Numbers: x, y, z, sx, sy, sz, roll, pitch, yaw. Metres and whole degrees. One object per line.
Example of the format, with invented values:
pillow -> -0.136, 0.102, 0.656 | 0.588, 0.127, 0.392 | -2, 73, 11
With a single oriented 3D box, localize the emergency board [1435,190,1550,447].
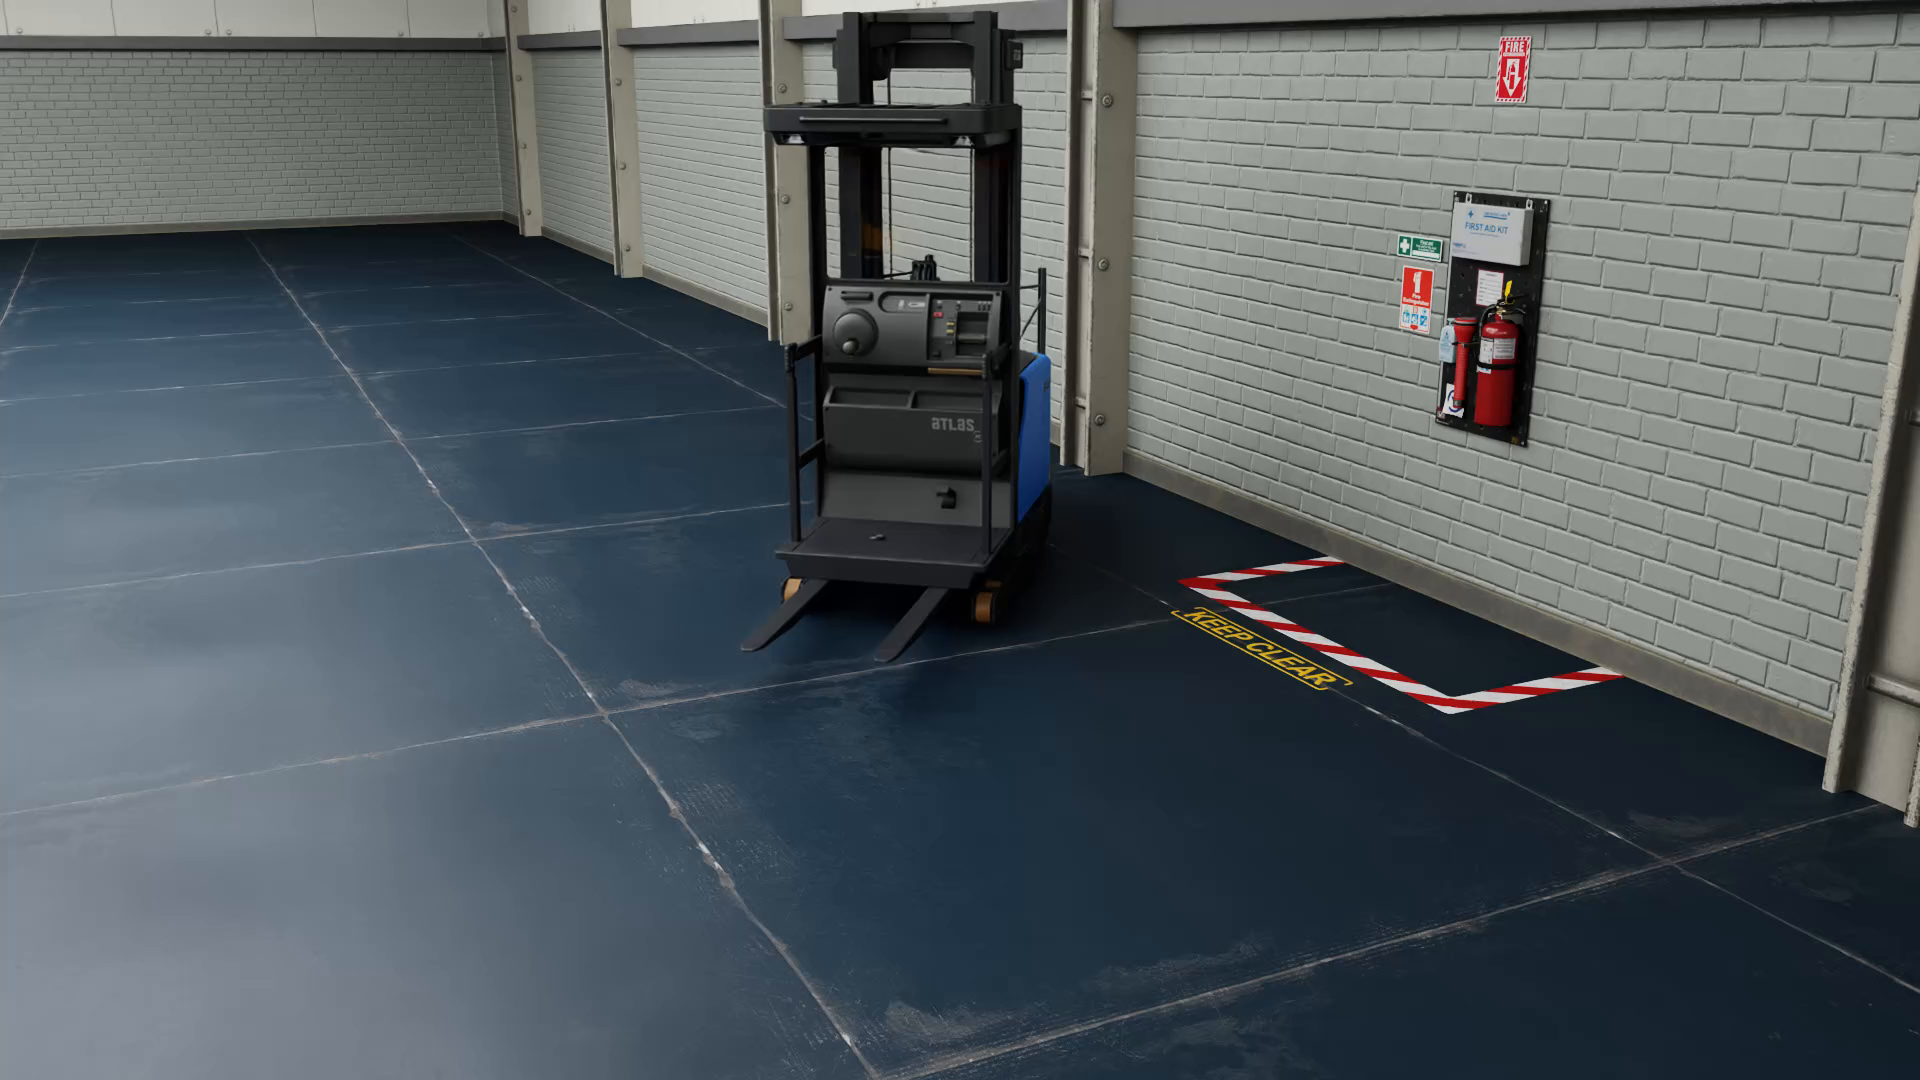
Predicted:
emergency board -> 2.499, -1.072, 8.049 | 0.194, 1.169, 0.643 | -8, 18, -25

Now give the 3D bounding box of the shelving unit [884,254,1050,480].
shelving unit -> -0.012, -0.978, 10.441 | 0.587, 1.500, 1.083 | -15, 22, -41

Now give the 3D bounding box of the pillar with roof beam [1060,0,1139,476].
pillar with roof beam -> -2.951, -4.306, 8.442 | 9.100, 9.000, 0.400 | -8, 18, -25

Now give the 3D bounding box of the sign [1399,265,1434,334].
sign -> 2.350, -1.239, 8.565 | 0.001, 0.329, 0.234 | -8, 18, -25

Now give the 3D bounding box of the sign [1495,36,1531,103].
sign -> 2.585, -2.201, 7.778 | 0.001, 0.298, 0.199 | -8, 18, -25

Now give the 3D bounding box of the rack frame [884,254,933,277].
rack frame -> -0.368, -1.082, 10.802 | 0.500, 1.500, 0.032 | -15, 22, -41

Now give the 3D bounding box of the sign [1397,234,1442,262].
sign -> 2.344, -1.491, 8.485 | 0.001, 0.109, 0.331 | -8, 18, -25

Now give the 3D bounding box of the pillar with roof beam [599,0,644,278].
pillar with roof beam -> -8.208, -7.282, 18.810 | 9.100, 9.000, 0.400 | -8, 18, -25

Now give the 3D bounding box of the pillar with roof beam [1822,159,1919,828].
pillar with roof beam -> -0.322, -2.818, 3.257 | 9.100, 9.000, 0.400 | -8, 18, -25

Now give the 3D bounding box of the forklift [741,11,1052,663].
forklift -> -0.291, -1.100, 8.271 | 1.130, 2.935, 3.031 | 4, 16, 13

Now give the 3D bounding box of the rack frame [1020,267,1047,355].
rack frame -> 0.332, -0.878, 10.093 | 0.500, 1.500, 0.032 | -15, 22, -41

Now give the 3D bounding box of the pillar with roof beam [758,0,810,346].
pillar with roof beam -> -5.579, -5.794, 13.626 | 9.100, 9.000, 0.400 | -8, 18, -25

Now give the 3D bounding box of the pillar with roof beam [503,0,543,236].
pillar with roof beam -> -10.837, -8.769, 23.995 | 9.100, 9.000, 0.400 | -8, 18, -25

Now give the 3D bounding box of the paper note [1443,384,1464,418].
paper note -> 2.484, -0.701, 8.353 | 0.016, 0.148, 0.142 | -8, 18, -25
